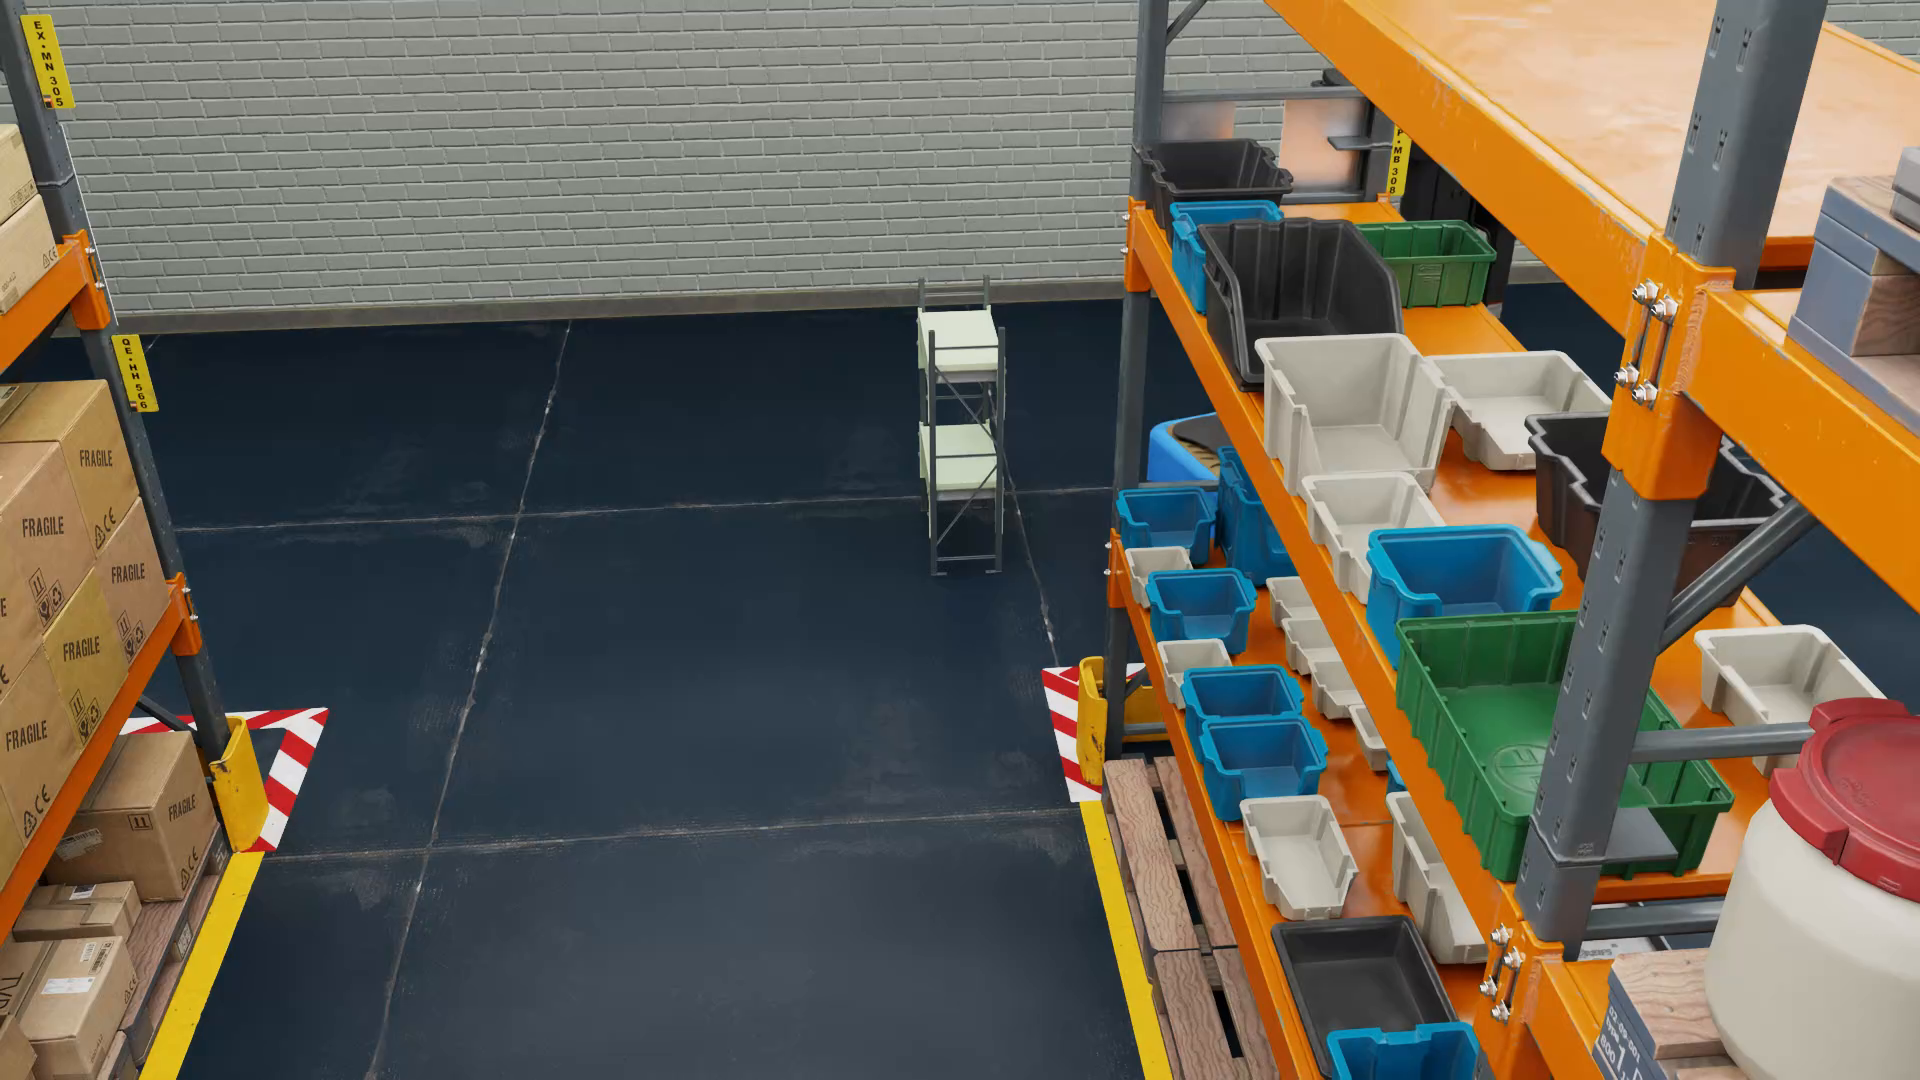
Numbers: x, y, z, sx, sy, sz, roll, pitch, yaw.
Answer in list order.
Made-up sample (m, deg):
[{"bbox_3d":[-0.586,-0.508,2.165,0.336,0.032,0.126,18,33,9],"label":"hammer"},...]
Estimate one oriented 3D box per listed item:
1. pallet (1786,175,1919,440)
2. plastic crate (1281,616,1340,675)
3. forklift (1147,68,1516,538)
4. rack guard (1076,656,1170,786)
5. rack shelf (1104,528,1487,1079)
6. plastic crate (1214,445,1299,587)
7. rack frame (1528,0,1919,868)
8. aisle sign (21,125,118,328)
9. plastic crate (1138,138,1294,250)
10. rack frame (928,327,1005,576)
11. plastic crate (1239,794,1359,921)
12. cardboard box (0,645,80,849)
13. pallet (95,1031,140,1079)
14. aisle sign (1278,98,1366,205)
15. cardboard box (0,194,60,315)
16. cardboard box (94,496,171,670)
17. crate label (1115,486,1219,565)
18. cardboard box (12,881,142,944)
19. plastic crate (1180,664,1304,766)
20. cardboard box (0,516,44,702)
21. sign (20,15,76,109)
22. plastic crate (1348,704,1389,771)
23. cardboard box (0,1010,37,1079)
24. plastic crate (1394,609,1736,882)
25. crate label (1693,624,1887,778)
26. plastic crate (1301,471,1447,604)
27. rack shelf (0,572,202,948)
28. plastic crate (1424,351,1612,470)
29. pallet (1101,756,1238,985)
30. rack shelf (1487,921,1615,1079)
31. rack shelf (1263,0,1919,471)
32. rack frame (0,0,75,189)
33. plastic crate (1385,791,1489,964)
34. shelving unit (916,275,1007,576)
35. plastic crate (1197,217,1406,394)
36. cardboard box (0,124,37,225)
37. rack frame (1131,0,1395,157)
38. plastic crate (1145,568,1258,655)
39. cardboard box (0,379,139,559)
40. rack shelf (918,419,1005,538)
[{"bbox_3d":[1.651,-0.092,1.703,1.003,0.211,1.213,-3,31,-5],"label":"pallet"},{"bbox_3d":[1.438,0.411,6.335,0.396,0.136,0.243,-3,31,-5],"label":"plastic crate"},{"bbox_3d":[2.543,-0.999,8.565,3.031,2.935,1.130,-12,33,-19],"label":"forklift"},{"bbox_3d":[1.154,0.829,7.875,1.175,0.500,0.348,-3,31,-5],"label":"rack guard"},{"bbox_3d":[1.356,1.098,5.689,1.077,0.370,4.000,-3,31,-5],"label":"rack shelf"},{"bbox_3d":[1.386,-0.111,6.919,0.616,0.435,0.499,-3,31,-5],"label":"plastic crate"},{"bbox_3d":[1.543,-0.766,2.257,1.000,3.000,0.127,-3,31,-5],"label":"rack frame"},{"bbox_3d":[-3.464,-1.162,6.236,0.394,0.787,0.004,-3,31,-5],"label":"aisle sign"},{"bbox_3d":[0.928,-1.254,6.127,0.497,0.269,0.590,-3,31,-5],"label":"plastic crate"},{"bbox_3d":[0.035,-0.454,9.047,0.400,1.500,0.023,-3,31,-5],"label":"rack frame"},{"bbox_3d":[1.081,1.023,5.312,0.293,0.136,0.466,-3,31,-5],"label":"plastic crate"},{"bbox_3d":[-3.357,0.695,5.563,0.500,0.500,0.500,-3,31,-4],"label":"cardboard box"},{"bbox_3d":[-3.570,2.268,5.749,1.003,0.211,1.213,-3,31,-5],"label":"pallet"},{"bbox_3d":[1.454,-1.399,6.633,0.394,0.787,0.004,-3,31,-5],"label":"aisle sign"},{"bbox_3d":[-3.452,-0.971,5.671,0.500,0.250,0.500,-3,31,-5],"label":"cardboard box"},{"bbox_3d":[-3.450,0.176,6.434,0.500,0.500,0.500,-2,31,-3],"label":"cardboard box"},{"bbox_3d":[0.864,-0.044,7.004,0.416,0.233,0.303,-3,31,-5],"label":"crate label"},{"bbox_3d":[-3.519,1.507,6.635,0.380,0.166,0.250,-3,31,-5],"label":"cardboard box"},{"bbox_3d":[0.987,0.628,5.879,0.416,0.233,0.300,-3,31,-5],"label":"plastic crate"},{"bbox_3d":[-3.346,0.267,5.305,0.500,0.500,0.500,-2,31,-3],"label":"cardboard box"},{"bbox_3d":[-3.208,-1.681,5.851,0.100,0.325,0.005,-3,31,-5],"label":"sign"},{"bbox_3d":[1.535,0.703,5.847,0.298,0.136,0.250,-3,31,-5],"label":"plastic crate"},{"bbox_3d":[-3.570,1.969,5.534,0.797,0.503,0.637,-3,31,-5],"label":"cardboard box"},{"bbox_3d":[1.202,0.411,3.418,0.450,0.188,0.662,-3,31,-5],"label":"plastic crate"},{"bbox_3d":[1.785,0.372,3.535,0.293,0.136,0.466,-3,31,-5],"label":"crate label"},{"bbox_3d":[1.045,0.004,4.150,0.293,0.136,0.466,-3,31,-5],"label":"plastic crate"},{"bbox_3d":[-3.576,1.333,5.295,1.077,0.370,4.000,-3,31,-5],"label":"rack shelf"},{"bbox_3d":[1.609,-0.364,4.766,0.437,0.136,0.530,-3,31,-5],"label":"plastic crate"},{"bbox_3d":[1.208,1.388,7.221,1.003,0.211,1.213,-3,31,-5],"label":"pallet"},{"bbox_3d":[1.730,1.852,1.501,1.077,0.370,4.000,-3,31,-5],"label":"rack shelf"},{"bbox_3d":[1.356,-1.306,4.253,1.077,0.370,4.000,-3,31,-5],"label":"rack shelf"},{"bbox_3d":[-3.763,-2.572,5.282,1.000,3.000,0.127,-3,31,-5],"label":"rack frame"},{"bbox_3d":[1.584,1.047,5.130,0.437,0.282,0.530,-3,31,-5],"label":"plastic crate"},{"bbox_3d":[0.001,-0.640,9.360,0.431,1.500,0.755,-3,31,-5],"label":"shelving unit"},{"bbox_3d":[1.038,-0.700,5.133,0.504,0.338,0.767,-3,31,-5],"label":"plastic crate"},{"bbox_3d":[-3.461,-1.185,5.543,0.500,0.250,0.500,-3,31,-5],"label":"cardboard box"},{"bbox_3d":[1.169,-2.808,5.676,1.000,3.000,0.127,-3,31,-5],"label":"rack frame"},{"bbox_3d":[0.926,0.292,6.442,0.416,0.233,0.300,-3,31,-5],"label":"plastic crate"},{"bbox_3d":[-3.448,-0.255,6.180,0.500,0.500,0.500,-3,31,-5],"label":"cardboard box"},{"bbox_3d":[0.001,-0.361,9.527,0.431,0.370,0.720,-3,31,-5],"label":"rack shelf"}]
